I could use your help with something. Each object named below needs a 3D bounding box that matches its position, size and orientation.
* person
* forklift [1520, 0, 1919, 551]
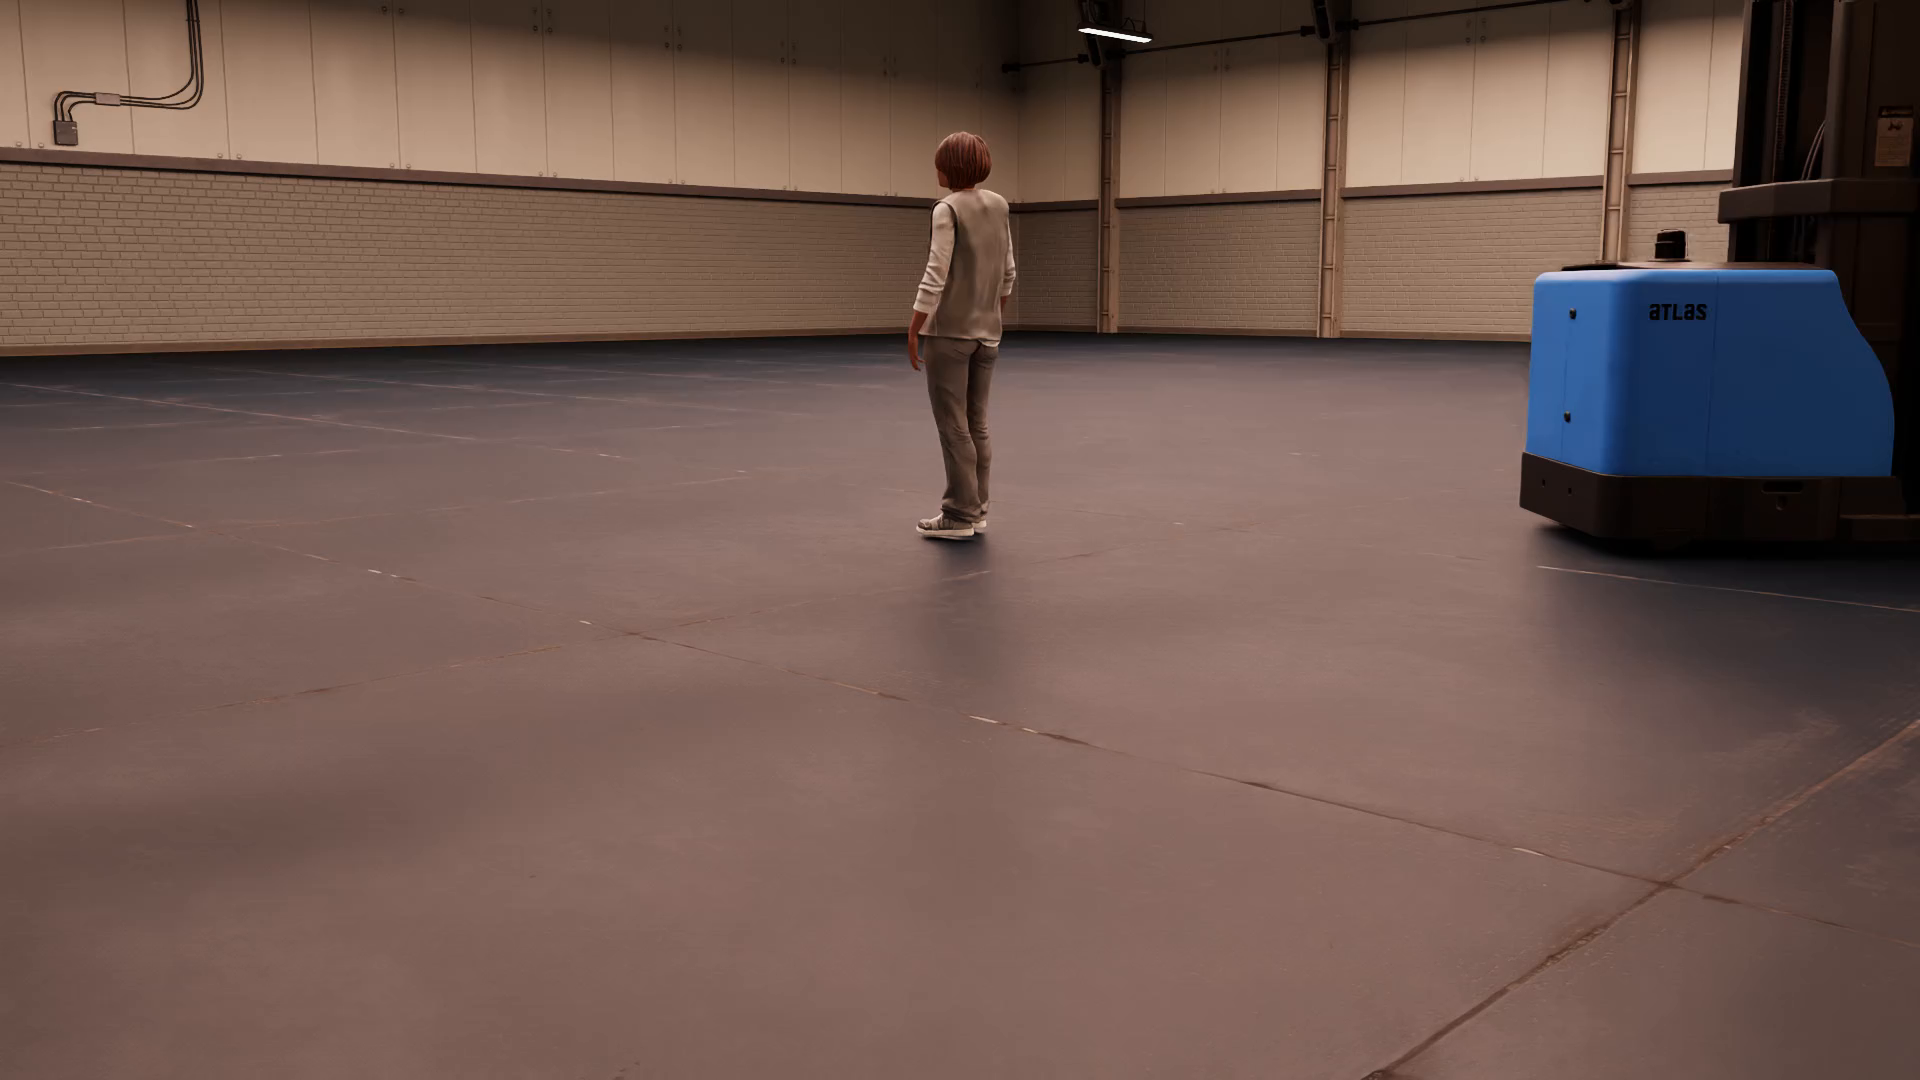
[{"bbox_3d":[-0.043,-0.806,6.658,0.475,1.596,0.521,8,12,43],"label":"person"},{"bbox_3d":[3.929,-1.455,6.535,3.031,2.935,1.130,0,9,0],"label":"forklift"}]
